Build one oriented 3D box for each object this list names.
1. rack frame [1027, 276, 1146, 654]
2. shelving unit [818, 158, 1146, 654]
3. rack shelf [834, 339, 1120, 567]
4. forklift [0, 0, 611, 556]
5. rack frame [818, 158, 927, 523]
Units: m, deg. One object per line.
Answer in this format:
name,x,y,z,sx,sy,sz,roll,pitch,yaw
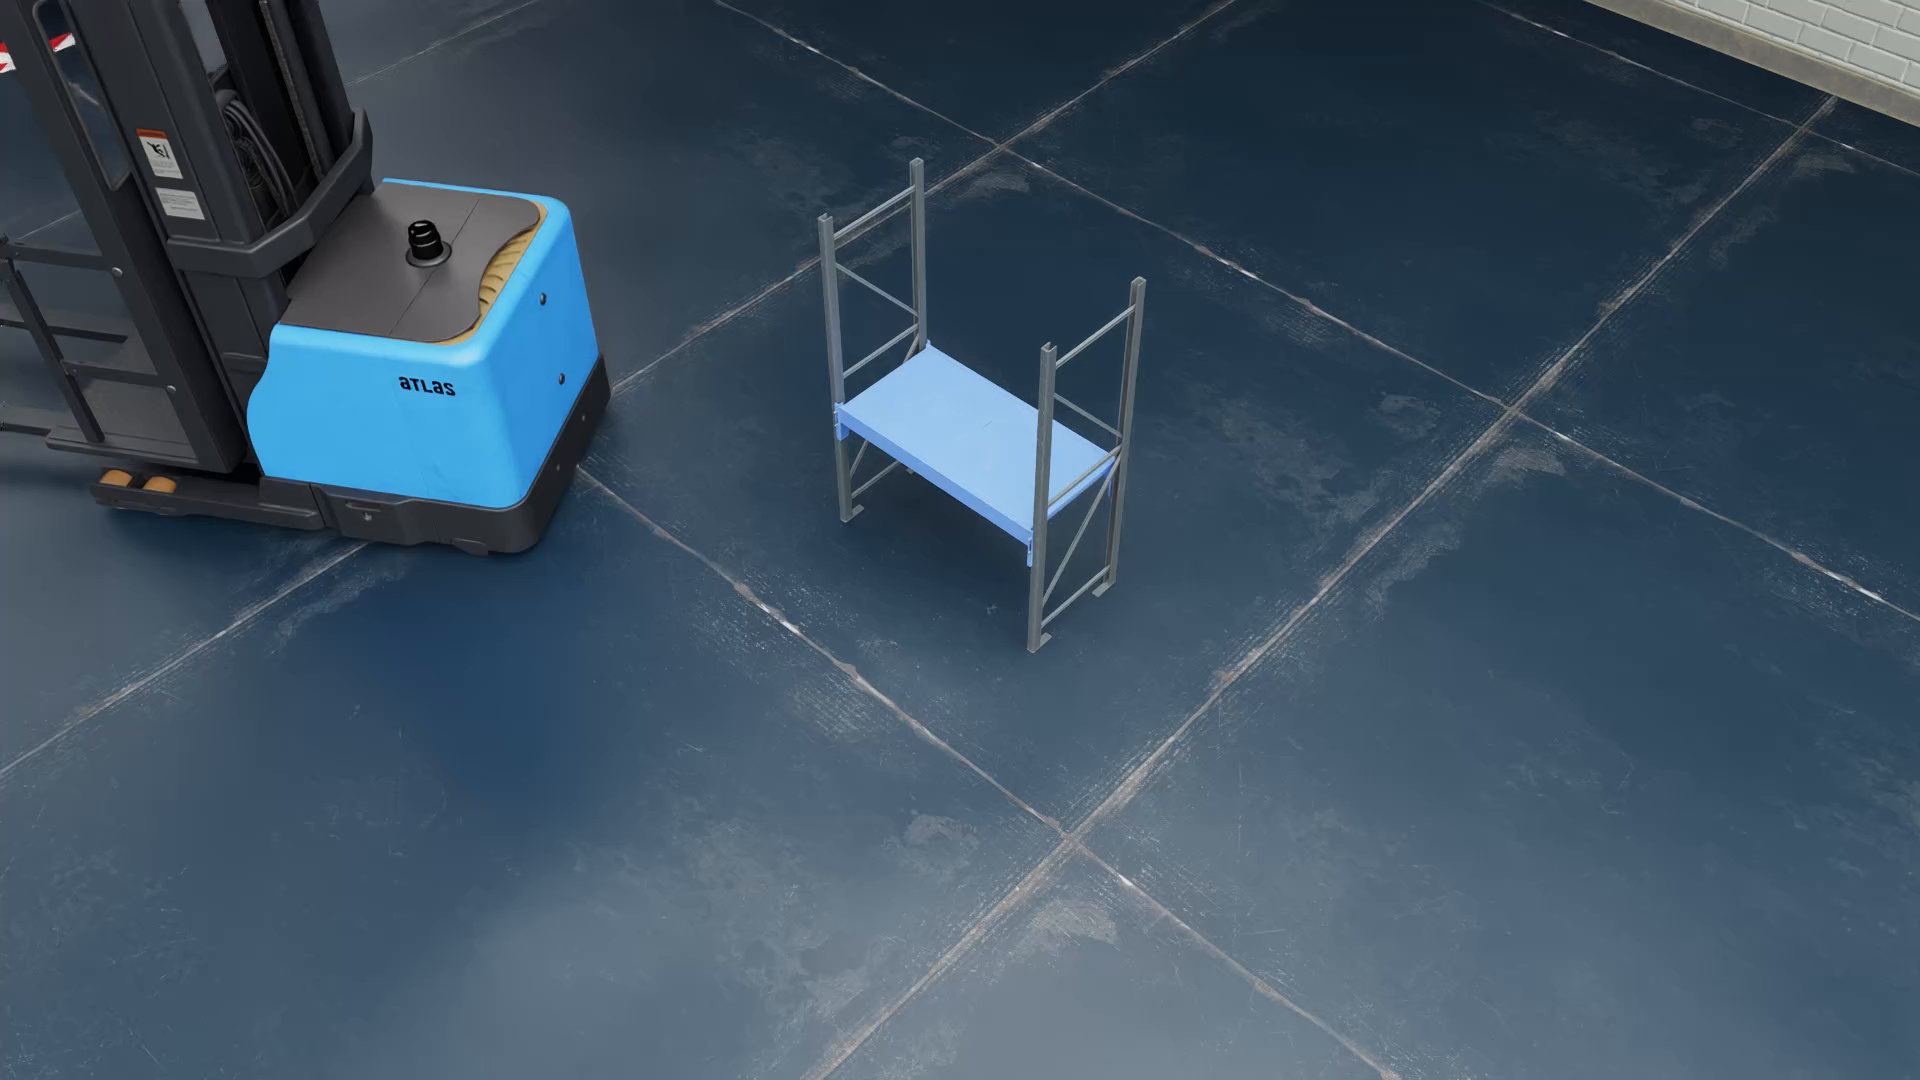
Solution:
rack frame,0.436,-0.220,5.928,0.032,1.500,0.500,34,55,28
shelving unit,0.063,-0.471,6.164,1.048,1.500,0.538,34,55,28
rack shelf,0.063,-0.348,6.295,1.000,0.185,0.538,34,55,28
forklift,-3.089,-1.473,6.122,3.031,2.935,1.130,8,47,7
rack frame,-0.311,-0.723,6.400,0.032,1.500,0.500,34,55,28
